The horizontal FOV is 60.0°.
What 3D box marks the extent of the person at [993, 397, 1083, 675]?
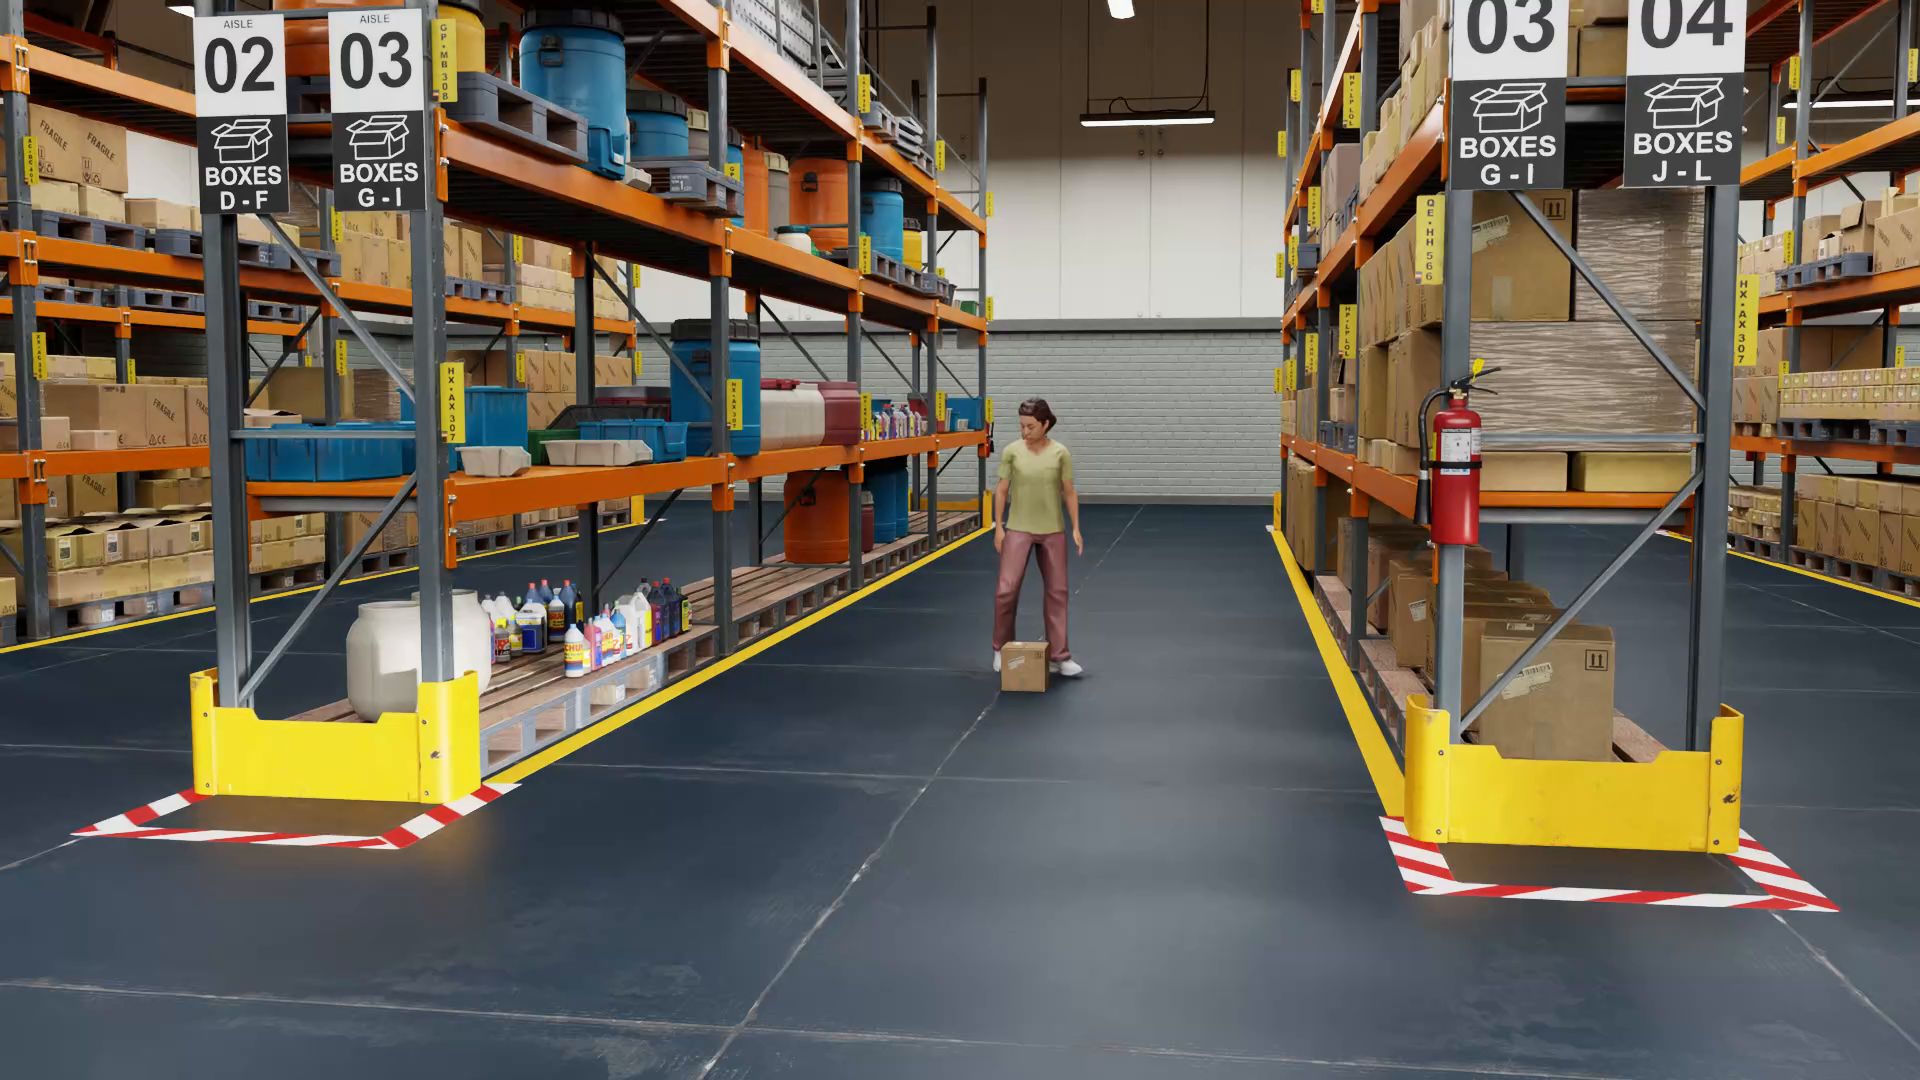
[{"bbox_3d":[0.467,-0.027,10.042,0.549,1.668,0.457,-1,5,-9],"label":"person"}]
